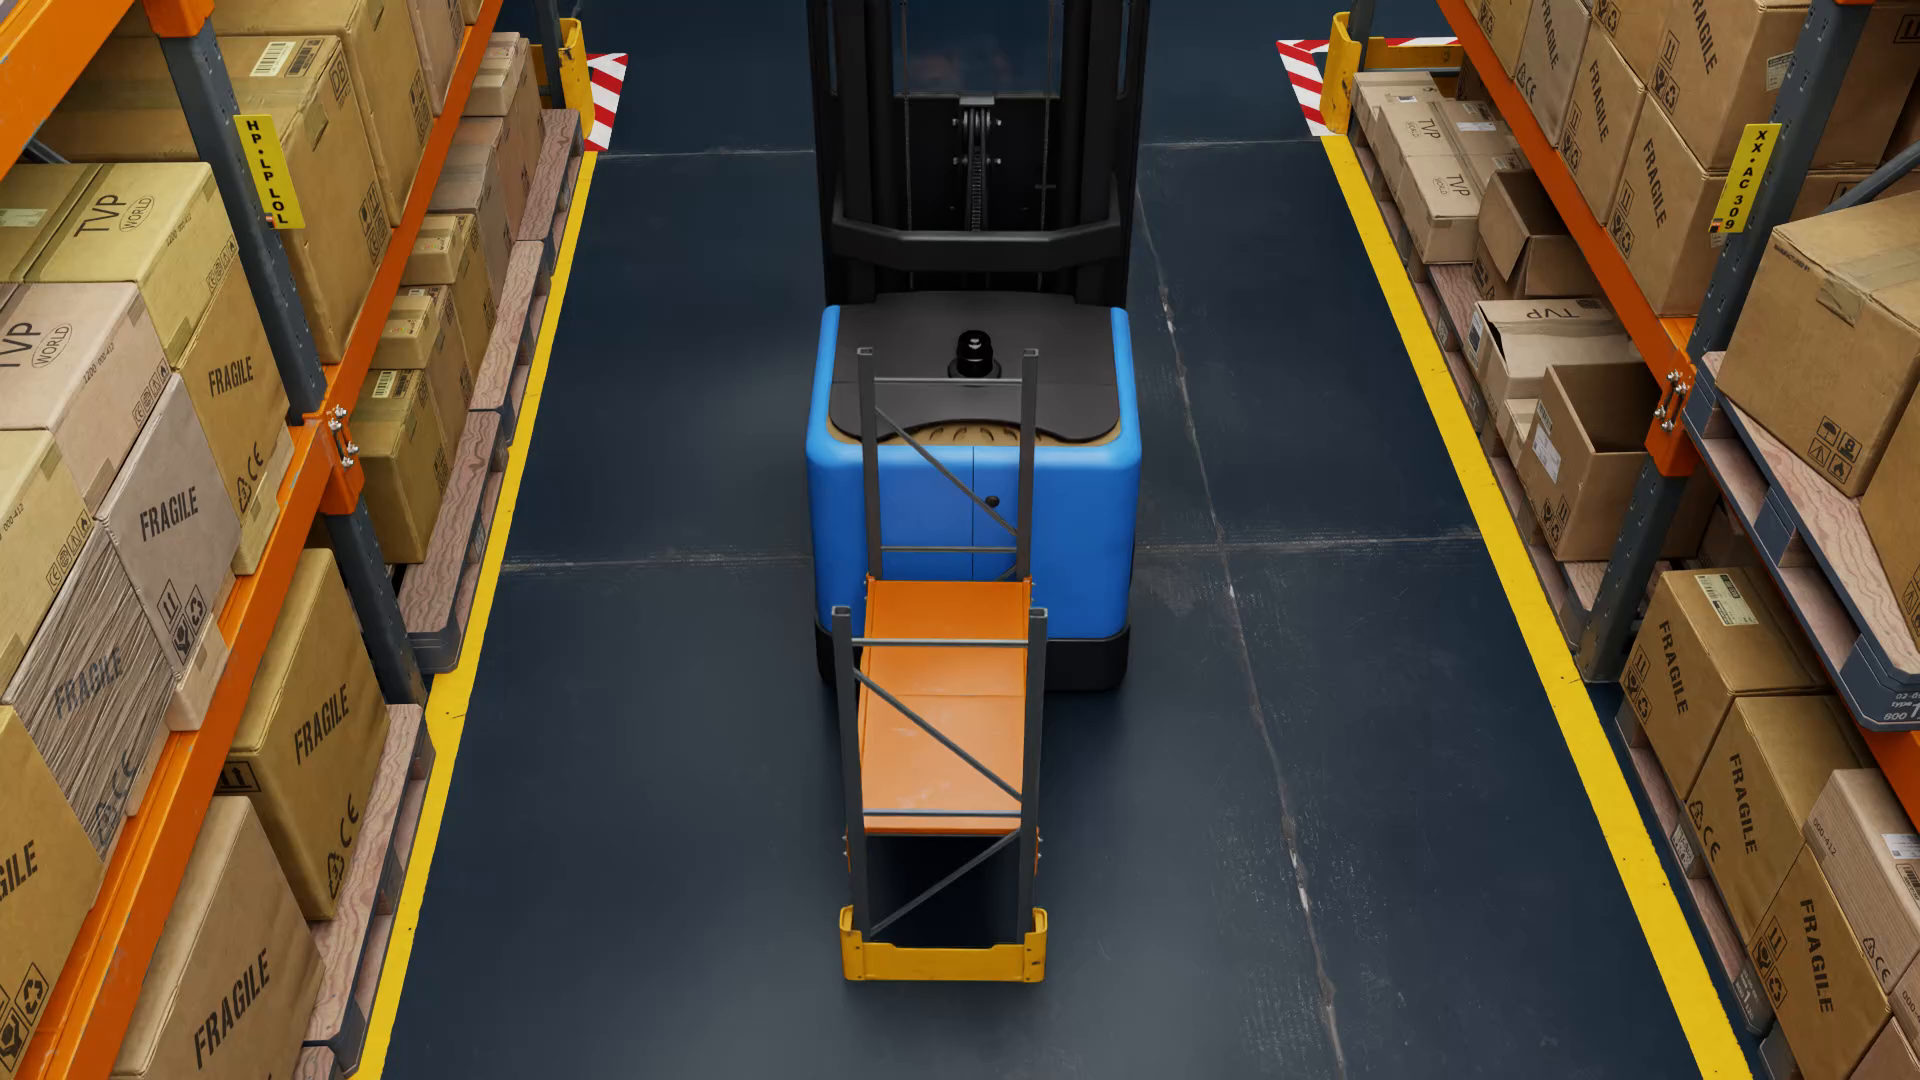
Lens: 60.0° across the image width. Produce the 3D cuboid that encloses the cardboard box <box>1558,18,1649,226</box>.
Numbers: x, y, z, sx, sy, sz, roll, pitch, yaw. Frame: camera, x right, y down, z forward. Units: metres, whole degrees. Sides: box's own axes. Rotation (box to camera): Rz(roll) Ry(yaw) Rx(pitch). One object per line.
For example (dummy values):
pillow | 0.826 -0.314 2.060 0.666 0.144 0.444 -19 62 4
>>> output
cardboard box | 2.338 -1.379 5.460 0.500 0.500 0.500 -1 43 -1

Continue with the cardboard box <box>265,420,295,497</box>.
cardboard box | -2.013 -0.214 4.434 0.380 0.149 0.250 -1 43 -1

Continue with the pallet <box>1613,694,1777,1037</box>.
pallet | 2.711 0.912 5.099 1.003 0.211 1.213 -2 43 -2

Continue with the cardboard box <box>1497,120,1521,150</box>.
cardboard box | 2.665 -1.846 7.815 0.380 0.166 0.250 -2 43 -2

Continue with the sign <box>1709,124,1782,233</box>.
sign | 2.097 -0.962 4.439 0.100 0.325 0.005 -2 43 -2

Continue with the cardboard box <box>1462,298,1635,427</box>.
cardboard box | 2.299 -0.718 6.477 0.500 0.311 0.500 -2 43 -2

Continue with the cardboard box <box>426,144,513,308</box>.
cardboard box | -2.307 -1.306 6.994 0.700 0.500 0.500 -3 43 -3

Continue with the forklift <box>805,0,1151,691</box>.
forklift | 0.060 -1.548 5.770 1.130 2.935 3.031 1 43 1

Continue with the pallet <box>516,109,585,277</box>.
pallet | -2.368 -1.654 7.898 1.003 0.211 1.213 -2 43 -2

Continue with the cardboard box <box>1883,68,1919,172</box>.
cardboard box | 2.900 -1.395 4.738 0.500 0.500 0.500 -1 43 -1

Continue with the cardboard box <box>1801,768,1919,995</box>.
cardboard box | 2.458 0.828 4.096 0.500 0.250 0.500 -2 43 -2

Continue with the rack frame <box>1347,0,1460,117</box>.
rack frame | 2.469 -3.364 7.700 1.000 3.000 0.127 -2 43 -2

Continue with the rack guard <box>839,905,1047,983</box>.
rack guard | -0.047 1.166 4.793 0.587 0.250 0.087 1 43 1

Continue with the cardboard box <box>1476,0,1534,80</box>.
cardboard box | 2.289 -2.069 6.214 0.500 0.500 0.500 -1 43 -1

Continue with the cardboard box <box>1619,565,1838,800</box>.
cardboard box | 2.416 0.429 5.086 0.500 0.500 0.500 -3 43 -4

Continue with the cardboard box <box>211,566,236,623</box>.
cardboard box | -2.013 0.132 4.057 0.380 0.149 0.250 0 43 0

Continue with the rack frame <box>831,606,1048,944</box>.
rack frame | -0.047 0.719 4.356 0.500 1.500 0.032 1 43 1

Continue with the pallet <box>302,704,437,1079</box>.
pallet | -2.202 1.028 4.973 1.003 0.211 1.213 -2 43 -2

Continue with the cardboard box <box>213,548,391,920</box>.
cardboard box | -2.153 0.554 4.706 0.750 0.750 0.750 -1 43 -1

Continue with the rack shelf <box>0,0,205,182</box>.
rack shelf | -2.226 -0.009 2.353 1.077 0.370 4.000 -2 43 -2

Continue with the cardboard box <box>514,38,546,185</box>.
cardboard box | -2.351 -1.983 7.733 0.700 0.500 0.500 -2 43 -2

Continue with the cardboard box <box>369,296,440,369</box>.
cardboard box | -2.072 -0.736 5.892 0.380 0.149 0.250 0 43 0

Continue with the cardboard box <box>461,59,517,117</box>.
cardboard box | -2.152 -1.968 7.236 0.380 0.149 0.250 -1 43 -1

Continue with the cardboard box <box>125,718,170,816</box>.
cardboard box | -1.999 0.476 3.682 0.380 0.149 0.250 -2 43 -2

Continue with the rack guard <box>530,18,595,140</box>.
rack guard | -2.481 -2.314 8.405 1.175 0.500 0.348 -2 43 -2

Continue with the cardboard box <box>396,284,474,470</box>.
cardboard box | -2.258 -0.599 6.223 0.700 0.500 0.500 -2 43 -2

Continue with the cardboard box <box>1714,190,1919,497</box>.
cardboard box | 2.435 -0.529 4.223 0.700 0.500 0.500 -15 45 -16

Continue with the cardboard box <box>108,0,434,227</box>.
cardboard box | -2.343 -1.489 5.433 0.980 0.700 0.700 -3 43 -3

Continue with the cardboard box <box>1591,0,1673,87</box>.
cardboard box | 2.334 -1.749 5.124 0.500 0.500 0.500 -2 43 -3

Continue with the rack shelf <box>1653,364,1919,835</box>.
rack shelf | 2.724 0.952 3.524 1.077 0.370 4.000 -2 43 -2

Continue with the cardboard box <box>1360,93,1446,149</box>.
cardboard box | 2.154 -2.021 8.006 0.380 0.166 0.250 -2 43 -2

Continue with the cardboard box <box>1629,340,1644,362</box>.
cardboard box | 2.790 -0.655 6.516 0.380 0.166 0.250 -2 43 -2

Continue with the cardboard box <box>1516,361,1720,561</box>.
cardboard box | 2.331 -0.281 5.861 0.500 0.500 0.500 -2 43 -2

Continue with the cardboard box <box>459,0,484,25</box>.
cardboard box | -2.407 -2.495 6.530 0.980 0.700 0.700 -2 43 -2

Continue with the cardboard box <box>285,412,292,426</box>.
cardboard box | -2.432 -0.396 5.521 0.380 0.149 0.250 -2 43 -2

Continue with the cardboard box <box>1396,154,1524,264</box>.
cardboard box | 2.251 -1.462 7.335 0.500 0.250 0.500 -2 43 -2

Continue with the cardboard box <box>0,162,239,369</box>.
cardboard box | -2.035 -0.641 3.866 0.500 0.250 0.500 -1 43 -1

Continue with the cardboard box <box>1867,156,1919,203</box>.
cardboard box | 2.889 -1.053 5.104 0.500 0.500 0.500 -1 43 -1

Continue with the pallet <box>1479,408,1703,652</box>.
pallet | 2.610 -0.099 6.202 1.003 0.211 1.213 -2 43 -2

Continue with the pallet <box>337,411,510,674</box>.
pallet | -2.265 -0.007 6.101 1.003 0.211 1.213 -2 43 -2

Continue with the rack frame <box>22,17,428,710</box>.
rack frame | -2.310 -0.519 4.596 1.000 3.000 0.127 -2 43 -2

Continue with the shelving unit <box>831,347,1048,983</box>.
shelving unit | -0.040 0.369 4.738 0.587 1.500 1.083 1 43 1

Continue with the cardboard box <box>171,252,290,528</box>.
cardboard box | -2.039 -0.369 4.123 0.500 0.500 0.500 -2 43 -2

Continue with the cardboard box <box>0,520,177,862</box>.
cardboard box | -1.995 0.315 3.378 0.500 0.500 0.500 -2 43 -2

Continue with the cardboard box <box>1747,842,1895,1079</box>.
cardboard box | 2.463 1.126 4.326 0.500 0.500 0.500 -1 43 -1

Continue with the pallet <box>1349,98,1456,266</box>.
pallet | 2.507 -1.747 8.000 1.003 0.211 1.213 -2 43 -2

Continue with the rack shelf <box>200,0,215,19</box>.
rack shelf | -2.395 -2.710 5.299 1.077 0.370 4.000 -2 43 -2
